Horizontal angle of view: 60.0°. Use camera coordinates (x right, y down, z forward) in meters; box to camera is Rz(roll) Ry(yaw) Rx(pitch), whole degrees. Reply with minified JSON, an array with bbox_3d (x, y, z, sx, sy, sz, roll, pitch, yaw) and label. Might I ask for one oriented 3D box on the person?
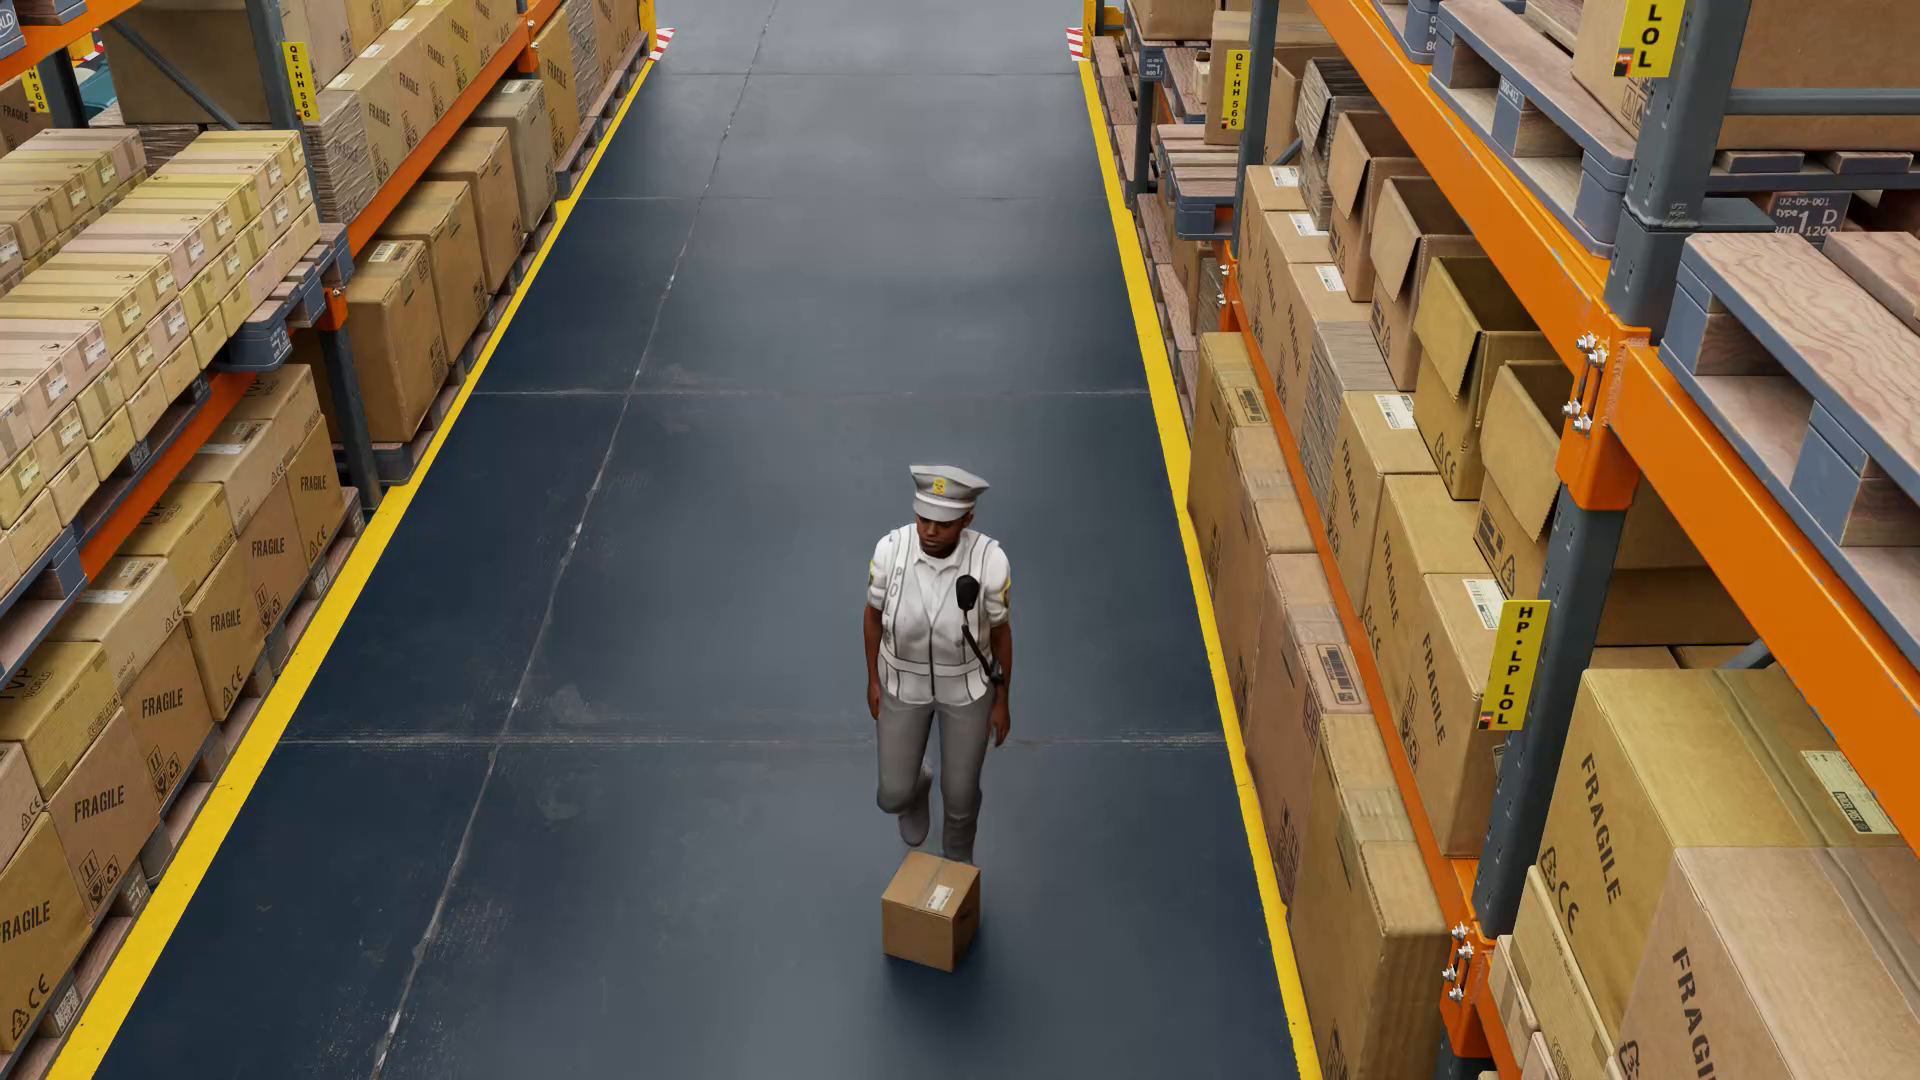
[{"bbox_3d":[-0.065,0.437,5.373,0.480,1.680,0.490,4,32,6],"label":"person"}]
